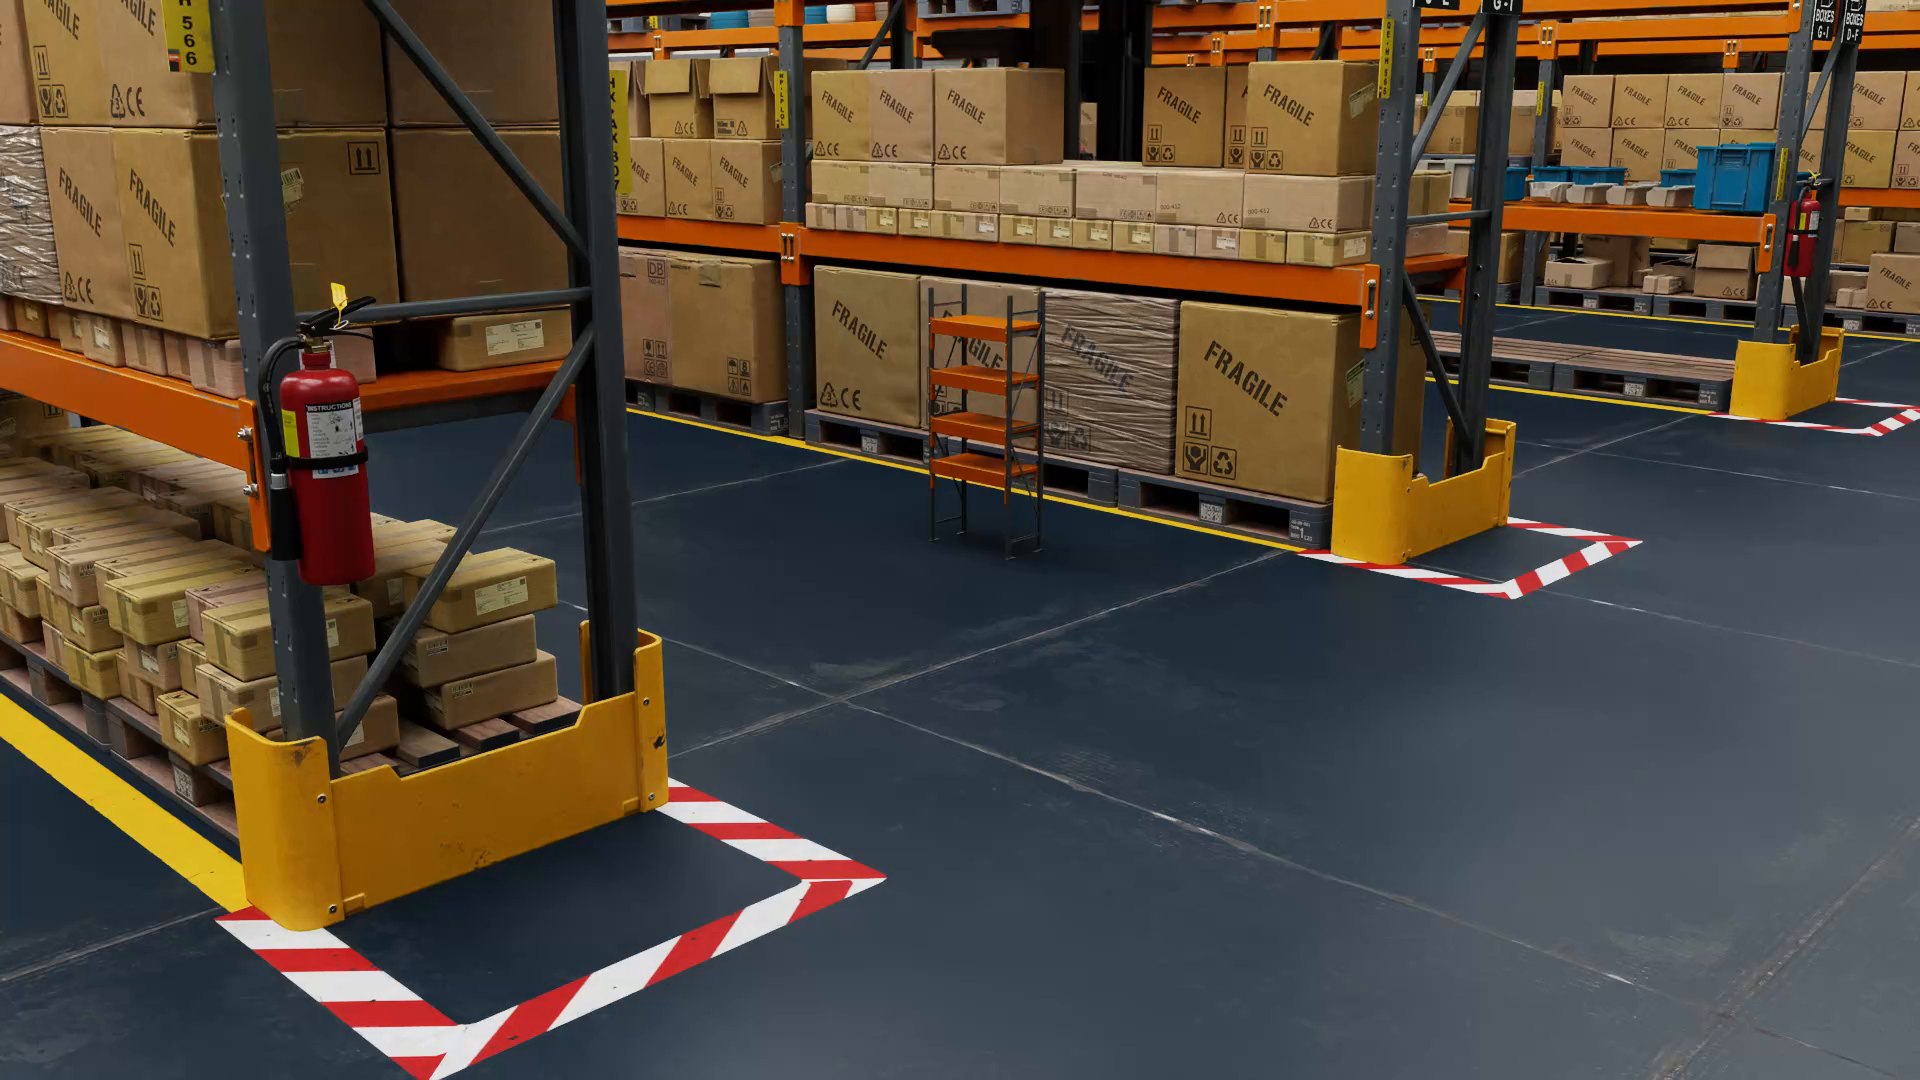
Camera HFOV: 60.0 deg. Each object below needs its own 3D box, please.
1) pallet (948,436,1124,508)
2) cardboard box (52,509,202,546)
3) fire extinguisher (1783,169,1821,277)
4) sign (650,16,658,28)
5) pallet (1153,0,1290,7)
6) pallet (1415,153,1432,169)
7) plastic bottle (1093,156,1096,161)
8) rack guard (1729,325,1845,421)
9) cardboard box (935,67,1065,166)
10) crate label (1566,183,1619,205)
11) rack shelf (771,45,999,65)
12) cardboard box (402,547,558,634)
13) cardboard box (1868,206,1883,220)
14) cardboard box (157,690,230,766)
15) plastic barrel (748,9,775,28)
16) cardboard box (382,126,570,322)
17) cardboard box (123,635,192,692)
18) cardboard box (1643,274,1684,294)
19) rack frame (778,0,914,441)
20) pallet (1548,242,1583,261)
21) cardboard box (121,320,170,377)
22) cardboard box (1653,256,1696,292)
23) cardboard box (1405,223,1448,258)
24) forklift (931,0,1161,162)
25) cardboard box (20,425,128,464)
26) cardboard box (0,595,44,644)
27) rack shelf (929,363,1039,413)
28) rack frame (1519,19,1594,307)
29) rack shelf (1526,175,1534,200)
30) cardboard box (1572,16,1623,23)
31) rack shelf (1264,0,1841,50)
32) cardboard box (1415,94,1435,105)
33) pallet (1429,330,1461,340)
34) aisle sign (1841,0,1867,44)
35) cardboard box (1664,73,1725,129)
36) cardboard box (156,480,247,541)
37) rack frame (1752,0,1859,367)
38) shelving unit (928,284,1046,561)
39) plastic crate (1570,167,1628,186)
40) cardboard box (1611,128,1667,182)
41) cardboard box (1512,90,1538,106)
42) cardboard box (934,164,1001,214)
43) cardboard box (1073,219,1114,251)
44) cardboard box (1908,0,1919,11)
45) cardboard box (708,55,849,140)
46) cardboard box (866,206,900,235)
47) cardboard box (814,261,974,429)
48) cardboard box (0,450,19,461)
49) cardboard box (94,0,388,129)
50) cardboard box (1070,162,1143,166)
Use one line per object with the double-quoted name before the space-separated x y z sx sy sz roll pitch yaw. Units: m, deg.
"pallet" 0.697 -0.459 9.273 1.213 0.211 1.003 14 20 42
"cardboard box" -2.774 0.019 5.551 0.250 0.149 0.380 13 19 40
"fire extinguisher" 5.432 -2.041 10.709 0.183 0.674 0.296 14 20 42
"sign" -3.389 -5.826 18.375 0.005 0.325 0.100 14 20 42
"pallet" 2.127 -4.547 13.861 1.003 0.211 1.213 14 20 42
"pallet" 4.724 -4.234 18.613 1.213 0.211 1.003 14 20 42
"plastic bottle" 1.205 -3.282 14.834 0.097 0.271 0.097 0 15 0
"rack guard" 5.665 -1.156 11.378 0.348 0.500 1.175 14 20 42
"cardboard box" 0.216 -2.295 9.011 0.500 0.500 0.500 13 19 40
"crate label" 4.510 -2.477 11.892 0.243 0.136 0.396 14 20 42
"rack shelf" -0.999 -6.820 23.634 4.000 0.370 1.077 14 20 42
"cardboard box" -1.456 0.149 5.053 0.250 0.149 0.380 13 19 40
"cardboard box" 10.889 -3.903 19.801 0.250 0.149 0.380 14 20 43
"cardboard box" -2.094 0.509 4.850 0.380 0.149 0.250 -14 20 -42
"plastic barrel" -2.012 -5.998 18.059 0.600 0.901 0.600 0 15 0
"cardboard box" -1.446 -0.907 4.676 0.500 0.500 0.500 -13 20 -42
"cardboard box" -2.268 0.315 5.005 0.250 0.149 0.380 13 19 40
"cardboard box" 6.982 -2.546 16.500 0.250 0.166 0.380 14 20 42
"rack frame" -0.679 -2.169 10.307 0.127 3.000 1.000 14 20 42
"pallet" 8.146 -3.852 22.295 1.213 0.211 1.003 14 20 42
"cardboard box" -2.089 -0.562 4.637 0.250 0.149 0.380 13 20 42
"cardboard box" 7.347 -2.699 16.800 0.500 0.311 0.500 14 20 42
"cardboard box" 2.174 -1.469 8.120 0.250 0.149 0.380 14 20 43
"forklift" 0.492 -2.451 11.526 3.031 2.935 1.130 14 20 43
"cardboard box" -3.757 -0.383 7.093 0.380 0.149 0.250 -14 20 -43
"cardboard box" -3.193 0.232 5.914 0.250 0.149 0.380 13 19 41
"rack shelf" 0.119 -0.703 7.630 0.480 0.148 0.258 14 20 42
"rack frame" 6.200 -3.966 17.205 0.127 3.000 1.000 14 20 42
"rack shelf" 4.760 -3.968 18.639 4.000 0.370 1.077 14 20 42
"cardboard box" 6.378 -5.215 16.347 0.500 0.250 0.500 14 20 42
"rack shelf" 4.199 -3.821 12.126 4.000 0.370 1.077 14 20 42
"cardboard box" 6.487 -6.196 23.406 0.250 0.149 0.380 11 18 35
"pallet" 3.316 -1.597 13.642 1.213 0.211 1.003 14 20 42
"aisle sign" 5.897 -3.667 10.901 0.004 0.787 0.394 14 20 42
"cardboard box" 7.086 -4.185 15.862 0.500 0.500 0.500 13 19 41
"cardboard box" -2.664 -0.104 6.025 0.250 0.149 0.380 14 20 42
"rack frame" 5.639 -2.368 11.070 0.127 3.000 1.000 14 20 42
"shelving unit" 0.119 -0.552 7.670 0.503 1.200 0.258 14 20 42
"plastic crate" 4.742 -2.649 12.363 0.300 0.233 0.416 14 20 42
"cardboard box" 6.749 -3.787 16.319 0.500 0.500 0.500 14 20 43
"cardboard box" 7.654 -5.824 22.020 0.500 0.250 0.500 14 20 43
"cardboard box" 0.209 -1.933 9.108 0.500 0.250 0.500 -14 20 -43
"cardboard box" 0.793 -1.573 8.520 0.250 0.149 0.380 14 20 42
"cardboard box" 8.527 -4.687 14.320 0.500 0.250 0.500 14 20 42
"cardboard box" -1.144 -2.813 10.591 0.637 0.503 0.797 13 19 41
"cardboard box" -0.317 -1.843 9.555 0.380 0.149 0.250 -14 20 -42
"cardboard box" -0.259 -1.214 10.022 0.875 0.875 0.875 14 20 42
"cardboard box" -3.933 -0.241 6.549 0.380 0.149 0.250 -13 20 -41
"cardboard box" -1.817 -1.297 4.190 0.500 0.500 0.500 13 20 41
"cardboard box" 0.926 -1.942 9.143 0.500 0.250 0.500 13 20 41
